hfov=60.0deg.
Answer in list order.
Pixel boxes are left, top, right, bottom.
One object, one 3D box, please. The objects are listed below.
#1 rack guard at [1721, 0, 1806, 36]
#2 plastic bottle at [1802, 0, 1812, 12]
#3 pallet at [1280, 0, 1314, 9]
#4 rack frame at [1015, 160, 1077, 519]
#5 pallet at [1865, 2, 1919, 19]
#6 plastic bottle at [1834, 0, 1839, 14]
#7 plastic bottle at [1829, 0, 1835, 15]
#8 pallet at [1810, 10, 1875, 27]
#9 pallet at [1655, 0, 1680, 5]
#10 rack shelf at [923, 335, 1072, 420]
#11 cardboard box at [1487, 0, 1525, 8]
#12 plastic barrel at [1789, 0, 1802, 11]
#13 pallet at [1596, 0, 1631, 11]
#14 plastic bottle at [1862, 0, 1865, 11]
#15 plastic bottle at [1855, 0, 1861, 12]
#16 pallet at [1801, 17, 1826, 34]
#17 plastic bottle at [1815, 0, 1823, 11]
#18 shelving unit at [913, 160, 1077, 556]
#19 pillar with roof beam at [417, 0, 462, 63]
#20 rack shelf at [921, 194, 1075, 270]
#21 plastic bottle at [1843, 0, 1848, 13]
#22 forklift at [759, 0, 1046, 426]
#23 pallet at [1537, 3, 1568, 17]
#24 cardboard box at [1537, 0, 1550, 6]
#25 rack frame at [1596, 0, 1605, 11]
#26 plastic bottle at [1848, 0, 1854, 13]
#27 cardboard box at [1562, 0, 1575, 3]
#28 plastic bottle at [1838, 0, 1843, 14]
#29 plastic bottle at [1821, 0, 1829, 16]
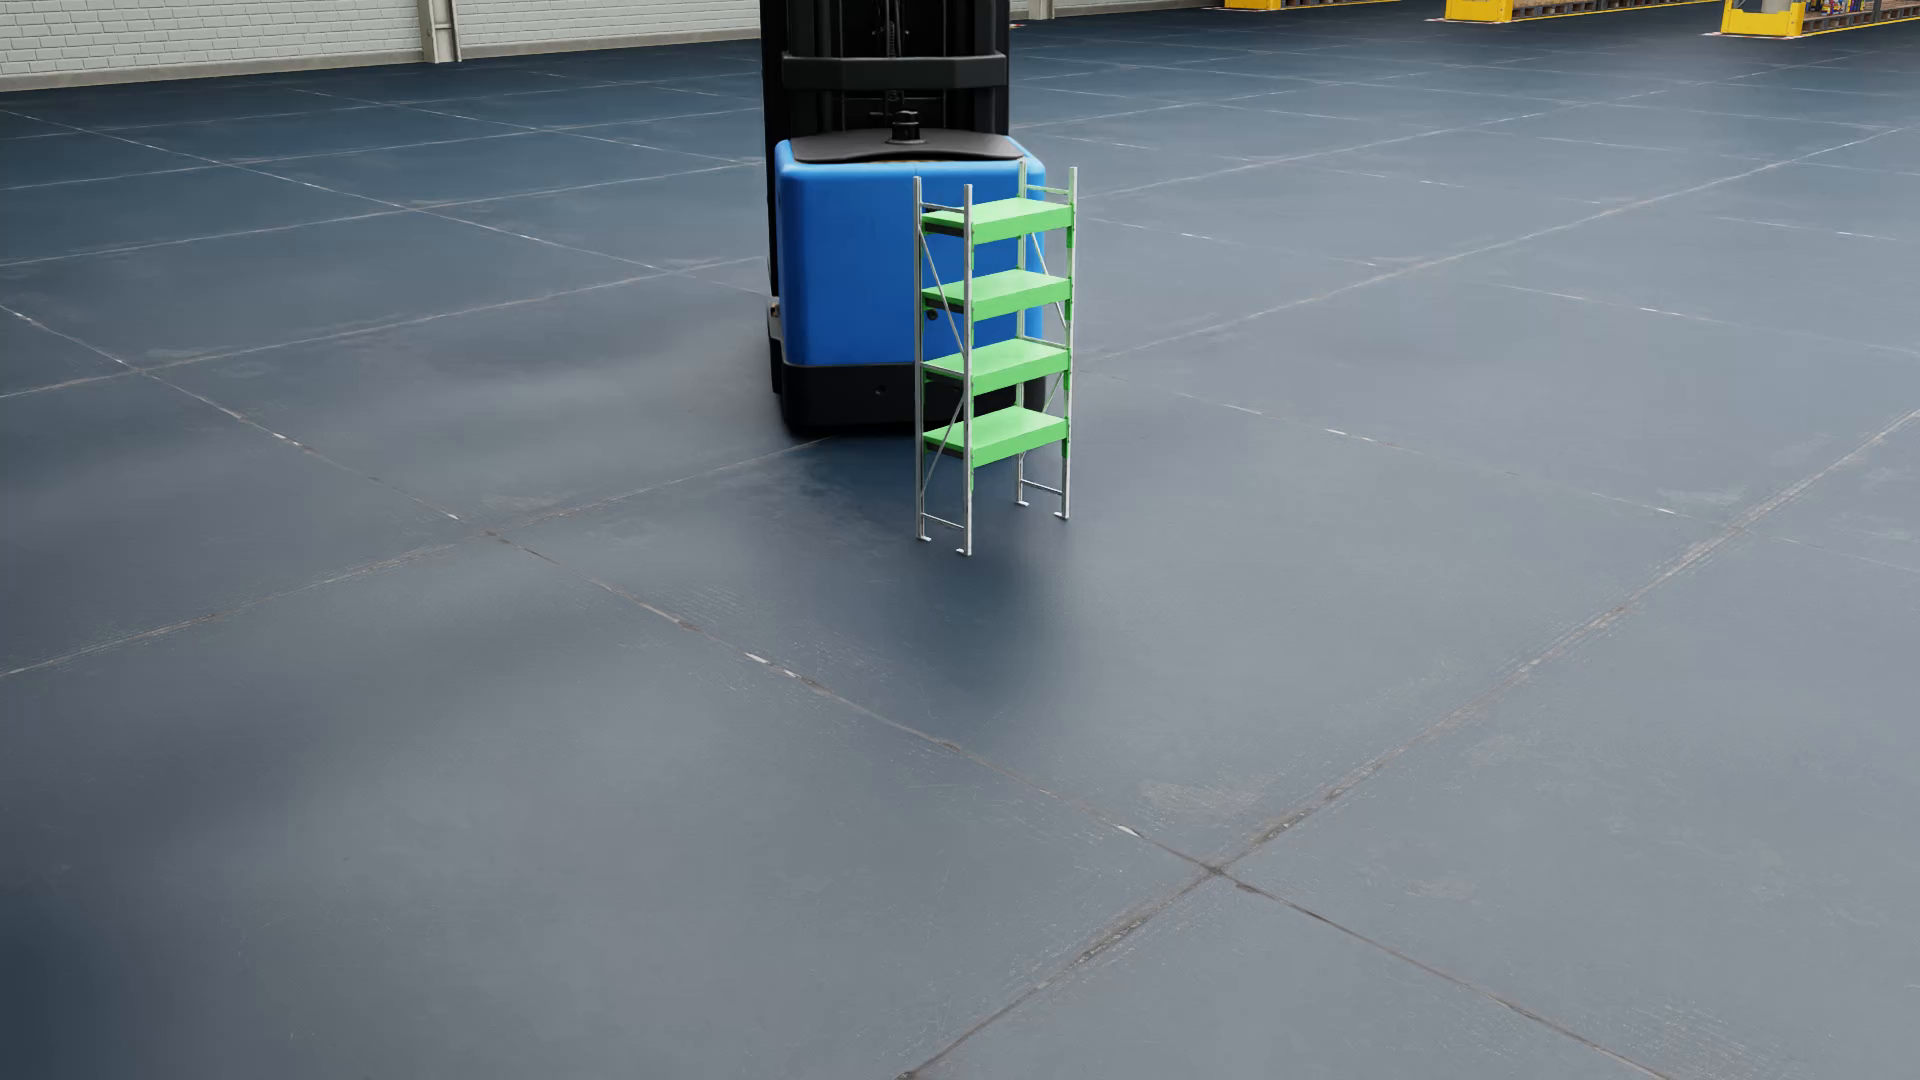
[{"bbox_3d":[12.905,-8.399,26.730,1.175,0.500,0.348,19,28,41],"label":"rack guard"},{"bbox_3d":[14.511,-9.205,28.525,0.152,0.276,0.135,19,28,41],"label":"plastic bottle"},{"bbox_3d":[6.432,-10.932,33.722,1.003,0.211,1.213,19,28,41],"label":"pallet"},{"bbox_3d":[0.286,-0.665,5.633,0.240,1.200,0.015,19,28,41],"label":"rack frame"},{"bbox_3d":[17.047,-9.788,30.746,1.003,0.211,1.213,19,28,41],"label":"pallet"},{"bbox_3d":[14.683,-8.968,27.916,0.097,0.271,0.097,0,21,0],"label":"plastic bottle"},{"bbox_3d":[14.545,-8.914,27.757,0.133,0.283,0.061,-20,28,-41],"label":"plastic bottle"},{"bbox_3d":[15.178,-9.099,28.953,1.003,0.211,1.213,19,28,41],"label":"pallet"},{"bbox_3d":[14.318,-11.328,34.753,1.003,0.211,1.213,19,28,41],"label":"pallet"},{"bbox_3d":[0.115,-0.543,5.493,0.258,0.148,0.480,19,28,41],"label":"rack shelf"},{"bbox_3d":[9.873,-9.770,30.060,0.500,0.250,0.500,19,28,41],"label":"cardboard box"},{"bbox_3d":[13.640,-8.886,27.396,0.421,0.512,0.421,0,21,0],"label":"plastic barrel"},{"bbox_3d":[12.616,-10.701,33.121,1.003,0.211,1.213,19,28,41],"label":"pallet"},{"bbox_3d":[15.646,-9.291,28.853,0.097,0.201,0.097,0,21,0],"label":"plastic bottle"},{"bbox_3d":[15.433,-9.294,28.653,0.144,0.351,0.185,18,28,39],"label":"plastic bottle"},{"bbox_3d":[13.475,-8.472,27.321,1.003,0.211,1.213,19,28,41],"label":"pallet"},{"bbox_3d":[14.919,-9.392,28.908,0.144,0.351,0.185,19,28,41],"label":"plastic bottle"},{"bbox_3d":[0.115,-0.603,5.470,0.258,1.200,0.503,19,28,41],"label":"shelving unit"},{"bbox_3d":[-3.817,-9.506,17.765,9.100,9.000,0.400,19,28,41],"label":"pillar with roof beam"},{"bbox_3d":[0.115,-0.991,5.321,0.258,0.148,0.480,19,28,41],"label":"rack shelf"},{"bbox_3d":[14.958,-9.086,28.216,0.135,0.276,0.152,-20,28,-41],"label":"plastic bottle"},{"bbox_3d":[-0.359,-2.309,7.497,1.130,2.935,3.031,-3,21,-7],"label":"forklift"},{"bbox_3d":[10.694,-9.993,31.279,1.003,0.211,1.213,19,28,41],"label":"pallet"},{"bbox_3d":[10.568,-10.028,30.730,0.500,0.250,0.500,19,28,41],"label":"cardboard box"},{"bbox_3d":[12.130,-11.803,32.103,1.000,3.000,0.127,19,28,41],"label":"rack frame"},{"bbox_3d":[15.216,-9.161,28.401,0.133,0.283,0.061,-18,27,-39],"label":"plastic bottle"},{"bbox_3d":[11.269,-10.284,31.396,0.500,0.250,0.500,19,28,41],"label":"cardboard box"},{"bbox_3d":[14.824,-9.020,28.052,0.097,0.271,0.097,0,21,0],"label":"plastic bottle"},{"bbox_3d":[14.374,-8.854,27.620,0.097,0.271,0.097,0,21,0],"label":"plastic bottle"}]
